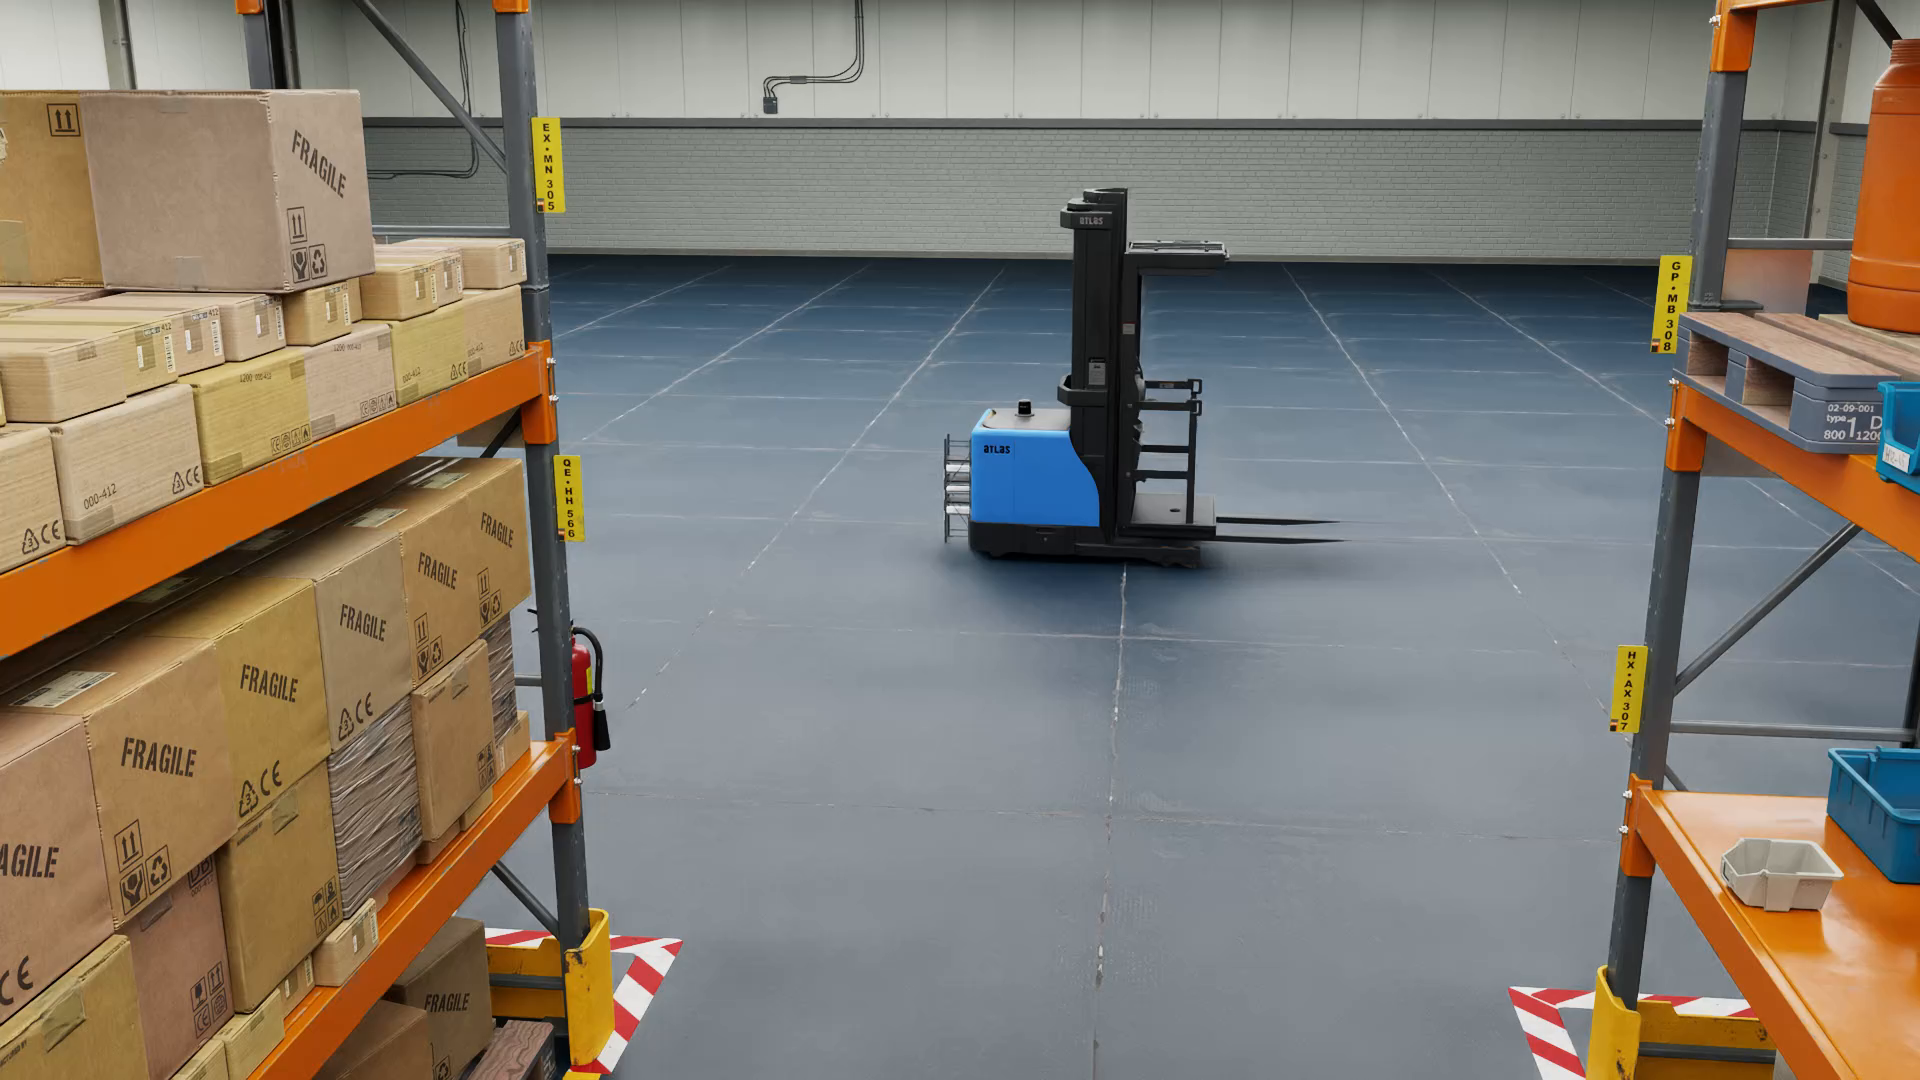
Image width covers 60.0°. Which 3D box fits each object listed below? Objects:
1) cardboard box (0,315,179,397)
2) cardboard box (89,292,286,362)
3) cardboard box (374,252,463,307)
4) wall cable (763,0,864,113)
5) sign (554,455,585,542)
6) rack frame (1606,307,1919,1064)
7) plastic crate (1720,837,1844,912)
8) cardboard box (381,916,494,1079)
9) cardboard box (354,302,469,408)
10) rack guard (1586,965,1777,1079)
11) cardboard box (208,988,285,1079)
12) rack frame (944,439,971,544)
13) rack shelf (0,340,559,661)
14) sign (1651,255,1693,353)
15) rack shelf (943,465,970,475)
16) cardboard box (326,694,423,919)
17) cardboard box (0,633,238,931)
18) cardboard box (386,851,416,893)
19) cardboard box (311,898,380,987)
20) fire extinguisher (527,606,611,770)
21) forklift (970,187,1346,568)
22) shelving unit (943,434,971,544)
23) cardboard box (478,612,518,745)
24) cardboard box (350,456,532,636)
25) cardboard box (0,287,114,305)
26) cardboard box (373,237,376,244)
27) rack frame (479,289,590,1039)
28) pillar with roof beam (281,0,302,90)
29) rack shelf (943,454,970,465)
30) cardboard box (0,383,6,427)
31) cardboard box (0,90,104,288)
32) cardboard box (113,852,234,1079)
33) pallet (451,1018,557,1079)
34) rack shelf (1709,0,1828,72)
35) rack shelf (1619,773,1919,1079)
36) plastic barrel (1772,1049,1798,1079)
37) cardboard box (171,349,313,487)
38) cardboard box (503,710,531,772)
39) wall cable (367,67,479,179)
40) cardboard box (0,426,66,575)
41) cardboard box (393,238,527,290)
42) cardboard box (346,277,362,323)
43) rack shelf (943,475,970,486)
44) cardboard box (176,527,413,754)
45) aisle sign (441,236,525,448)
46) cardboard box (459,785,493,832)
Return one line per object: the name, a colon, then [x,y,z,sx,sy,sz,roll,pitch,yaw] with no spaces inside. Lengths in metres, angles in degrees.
cardboard box: [-1.994,-0.408,3.703,0.380,0.149,0.250,1,15,5]
cardboard box: [-1.948,-0.543,4.201,0.380,0.149,0.250,1,15,3]
cardboard box: [-1.784,-0.812,5.195,0.380,0.149,0.250,1,15,4]
wall cable: [-3.286,-12.506,36.658,2.305,6.003,0.169,2,15,6]
sign: [-1.446,-0.153,6.159,0.100,0.325,0.005,2,15,6]
rack frame: [2.926,0.683,5.891,1.000,3.000,0.127,2,15,6]
plastic crate: [2.505,1.032,5.102,0.298,0.136,0.250,2,15,6]
cardboard box: [-2.082,1.702,6.105,0.500,0.500,0.500,5,16,17]
cardboard box: [-1.851,-0.577,5.089,0.500,0.250,0.500,2,15,7]
rack guard: [2.964,1.910,6.139,1.175,0.500,0.348,2,15,6]
cardboard box: [-1.968,1.259,4.240,0.380,0.149,0.250,2,15,6]
rack frame: [-0.012,-0.406,13.939,0.240,0.900,0.006,2,15,6]
rack shelf: [-2.221,-0.045,4.215,1.077,0.370,4.000,2,15,6]
sign: [2.380,-0.787,5.563,0.100,0.325,0.005,2,15,6]
rack shelf: [-0.001,-0.574,13.999,0.258,0.077,0.200,2,15,6]
cardboard box: [-2.121,0.748,4.887,0.875,0.500,0.500,2,15,6]
cardboard box: [-2.031,0.531,3.775,0.500,0.500,0.500,2,15,6]
cardboard box: [-1.941,0.997,5.209,0.380,0.149,0.250,2,15,6]
cardboard box: [-1.887,1.130,4.717,0.380,0.149,0.250,2,15,6]
fire extinguisher: [-1.525,0.558,6.500,0.296,0.674,0.183,2,15,6]
forklift: [1.639,-1.340,13.502,3.031,2.935,1.130,2,15,8]
shelving unit: [-0.001,-0.432,14.037,0.258,0.900,0.210,2,15,6]
cardboard box: [-2.085,0.487,5.854,0.875,0.500,0.500,2,15,6]
cardboard box: [-1.812,0.012,5.694,0.500,0.500,0.500,2,15,6]
cardboard box: [-2.419,-0.564,4.280,0.380,0.149,0.250,2,15,6]
cardboard box: [-2.256,-0.967,5.768,0.380,0.149,0.250,2,15,6]
rack frame: [-1.995,0.537,6.431,1.000,3.000,0.127,2,15,6]
pillar with roof beam: [-10.086,-10.296,35.001,9.100,9.000,0.400,2,15,6]
rack shelf: [-0.001,-0.661,13.975,0.258,0.077,0.200,2,15,6]
cardboard box: [-2.105,-0.275,3.209,0.380,0.149,0.250,2,15,8]
cardboard box: [-2.431,-0.967,4.527,0.500,0.500,0.500,2,15,6]
cardboard box: [-2.287,1.006,3.933,0.875,0.500,0.500,2,15,6]
pallet: [-2.131,2.112,5.946,1.003,0.211,1.213,2,15,6]
rack shelf: [2.700,-1.154,3.336,1.077,0.370,4.000,2,15,6]
rack shelf: [2.700,1.549,4.067,1.077,0.370,4.000,2,15,6]
plastic barrel: [2.928,1.854,5.522,0.421,0.512,0.421,0,15,0]
cardboard box: [-1.969,-0.314,4.116,0.500,0.250,0.500,1,15,5]
cardboard box: [-1.822,0.738,6.168,0.380,0.149,0.250,2,15,6]
wall cable: [-12.717,-9.649,38.556,3.097,2.526,0.112,2,15,6]
cardboard box: [-2.087,-0.048,3.134,0.500,0.250,0.500,2,15,6]
cardboard box: [-1.717,-0.950,5.706,0.380,0.149,0.250,2,15,6]
cardboard box: [-1.941,-0.686,4.728,0.380,0.149,0.250,2,15,7]
rack shelf: [-0.001,-0.487,14.022,0.258,0.077,0.200,2,15,6]
cardboard box: [-1.922,0.272,4.734,0.500,0.500,0.500,2,15,6]
aisle sign: [-1.690,-0.725,6.118,0.394,0.787,0.004,2,15,6]
cardboard box: [-1.828,0.869,5.682,0.380,0.149,0.250,2,15,6]
